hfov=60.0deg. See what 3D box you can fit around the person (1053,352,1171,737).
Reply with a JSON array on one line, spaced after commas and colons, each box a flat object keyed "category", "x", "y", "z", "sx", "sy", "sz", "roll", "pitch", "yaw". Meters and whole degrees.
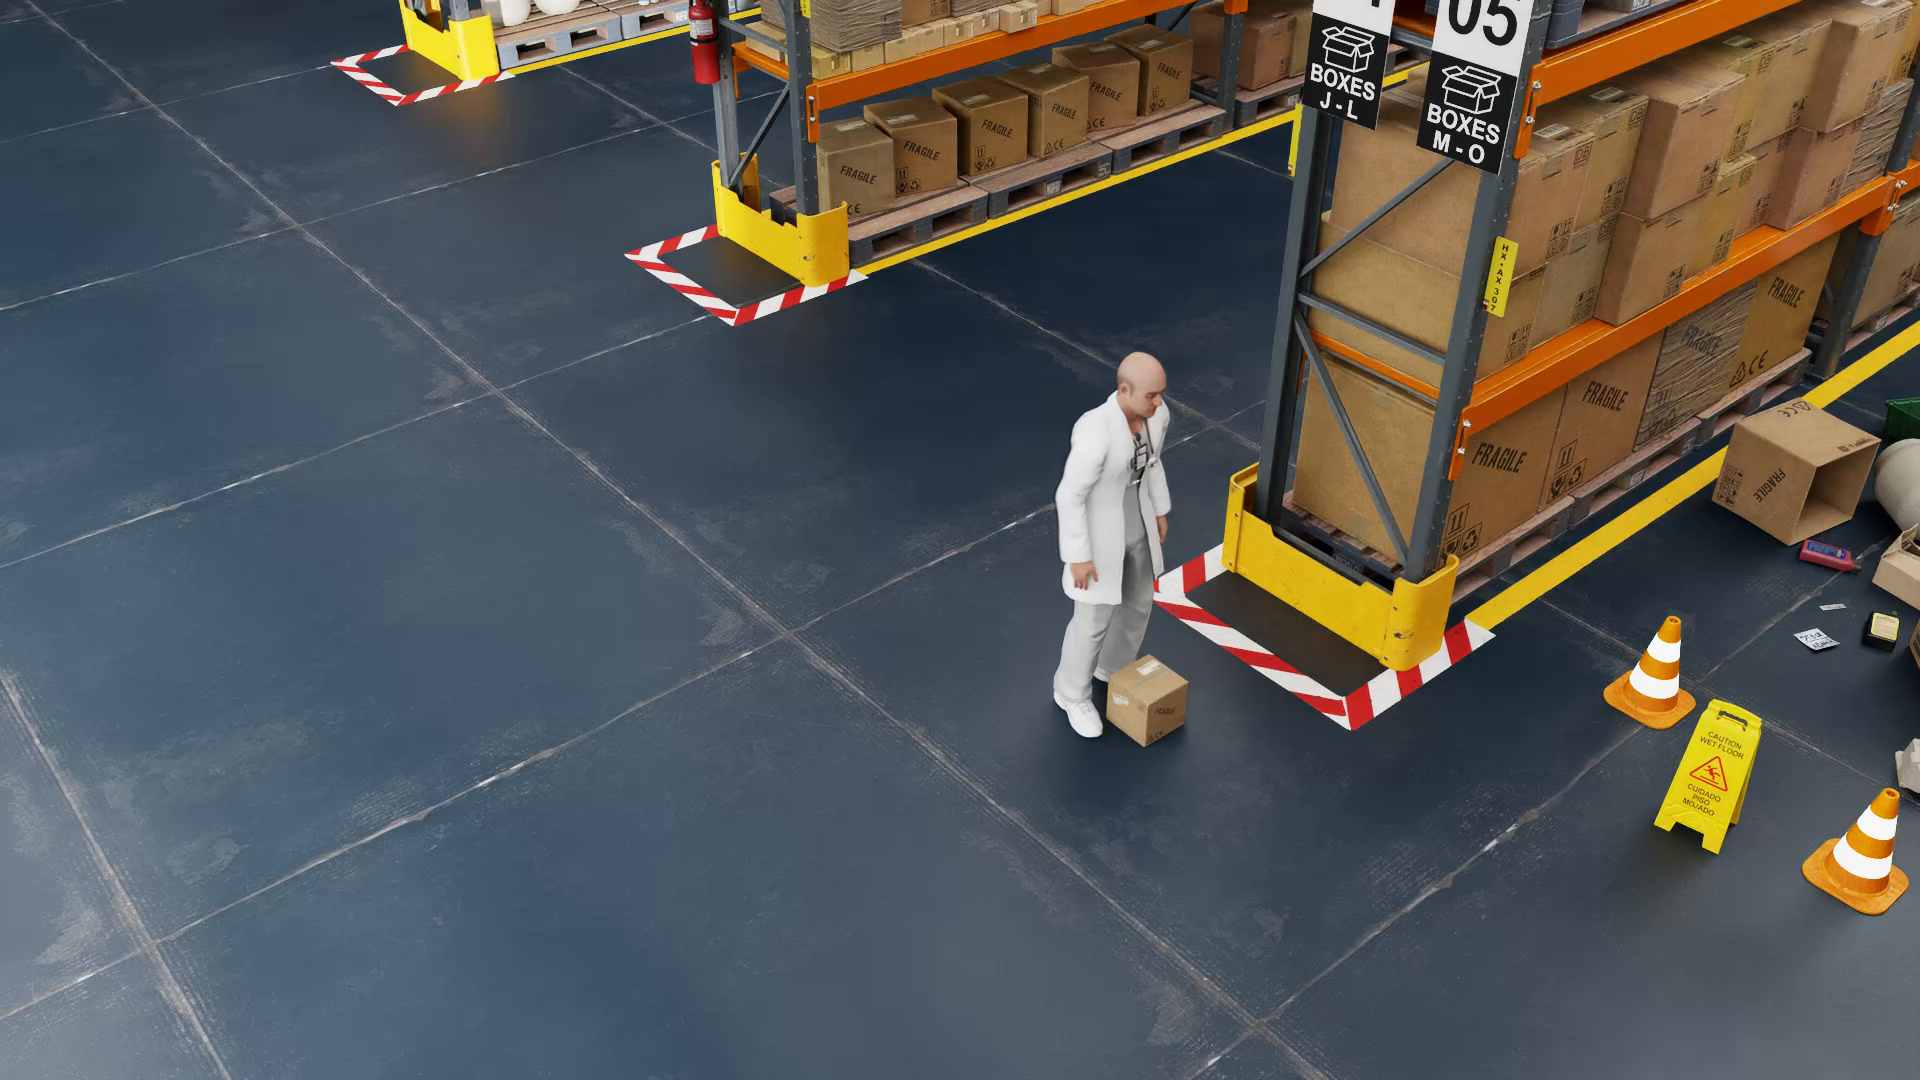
[{"category": "person", "x": 0.672, "y": -0.019, "z": 7.121, "sx": 0.647, "sy": 1.772, "sz": 0.429, "roll": -29, "pitch": 44, "yaw": -34}]
